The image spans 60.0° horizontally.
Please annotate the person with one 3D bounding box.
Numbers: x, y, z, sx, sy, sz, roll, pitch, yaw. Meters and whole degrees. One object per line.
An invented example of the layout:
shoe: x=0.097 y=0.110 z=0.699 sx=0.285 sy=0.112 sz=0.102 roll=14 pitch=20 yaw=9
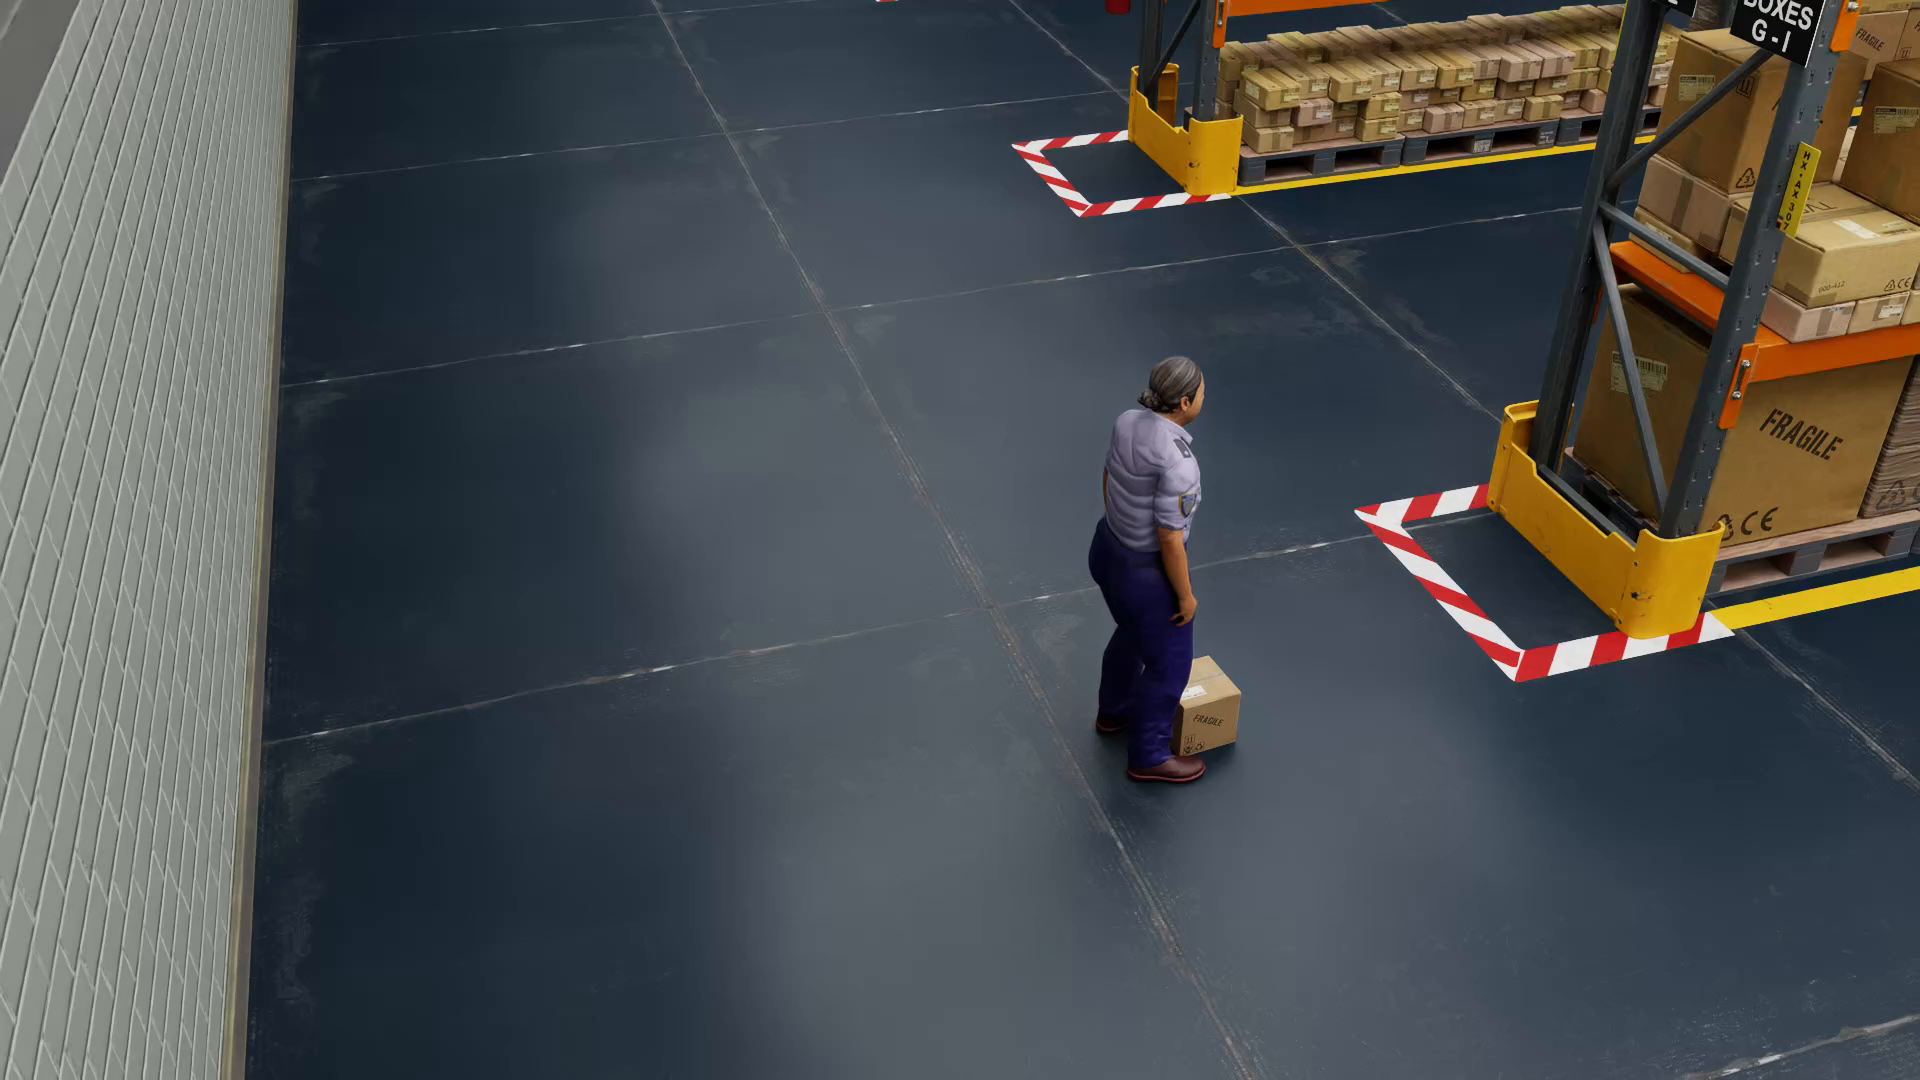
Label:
person: x=0.685 y=0.111 z=5.999 sx=0.374 sy=1.636 sz=0.560 roll=-12 pitch=36 yaw=-17
